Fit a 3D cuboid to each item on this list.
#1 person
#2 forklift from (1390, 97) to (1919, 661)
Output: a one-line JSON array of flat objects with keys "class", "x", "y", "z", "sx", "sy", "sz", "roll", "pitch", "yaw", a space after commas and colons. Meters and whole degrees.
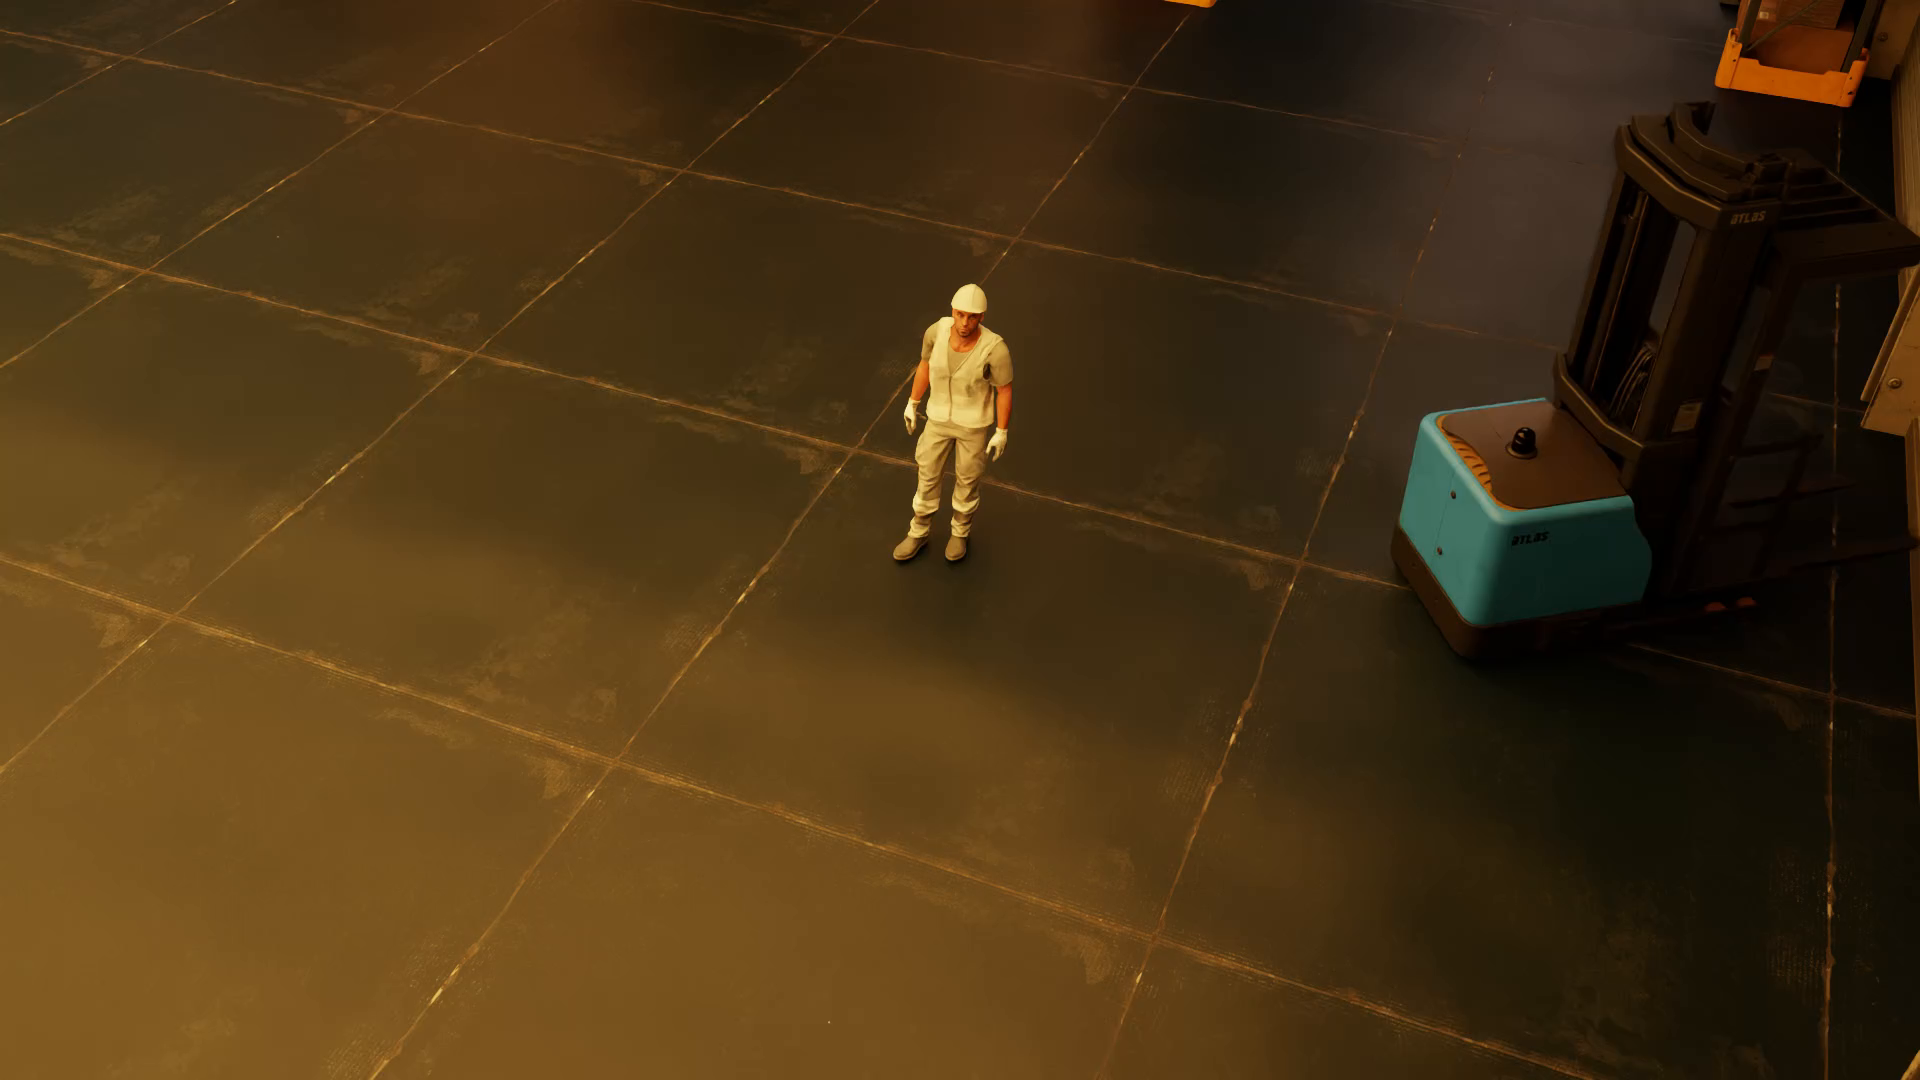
[{"class": "person", "x": -0.042, "y": -0.647, "z": 9.658, "sx": 0.637, "sy": 1.787, "sz": 0.564, "roll": 15, "pitch": 42, "yaw": 17}, {"class": "forklift", "x": 4.182, "y": -0.926, "z": 9.113, "sx": 3.031, "sy": 2.935, "sz": 1.130, "roll": -8, "pitch": 41, "yaw": -10}]
